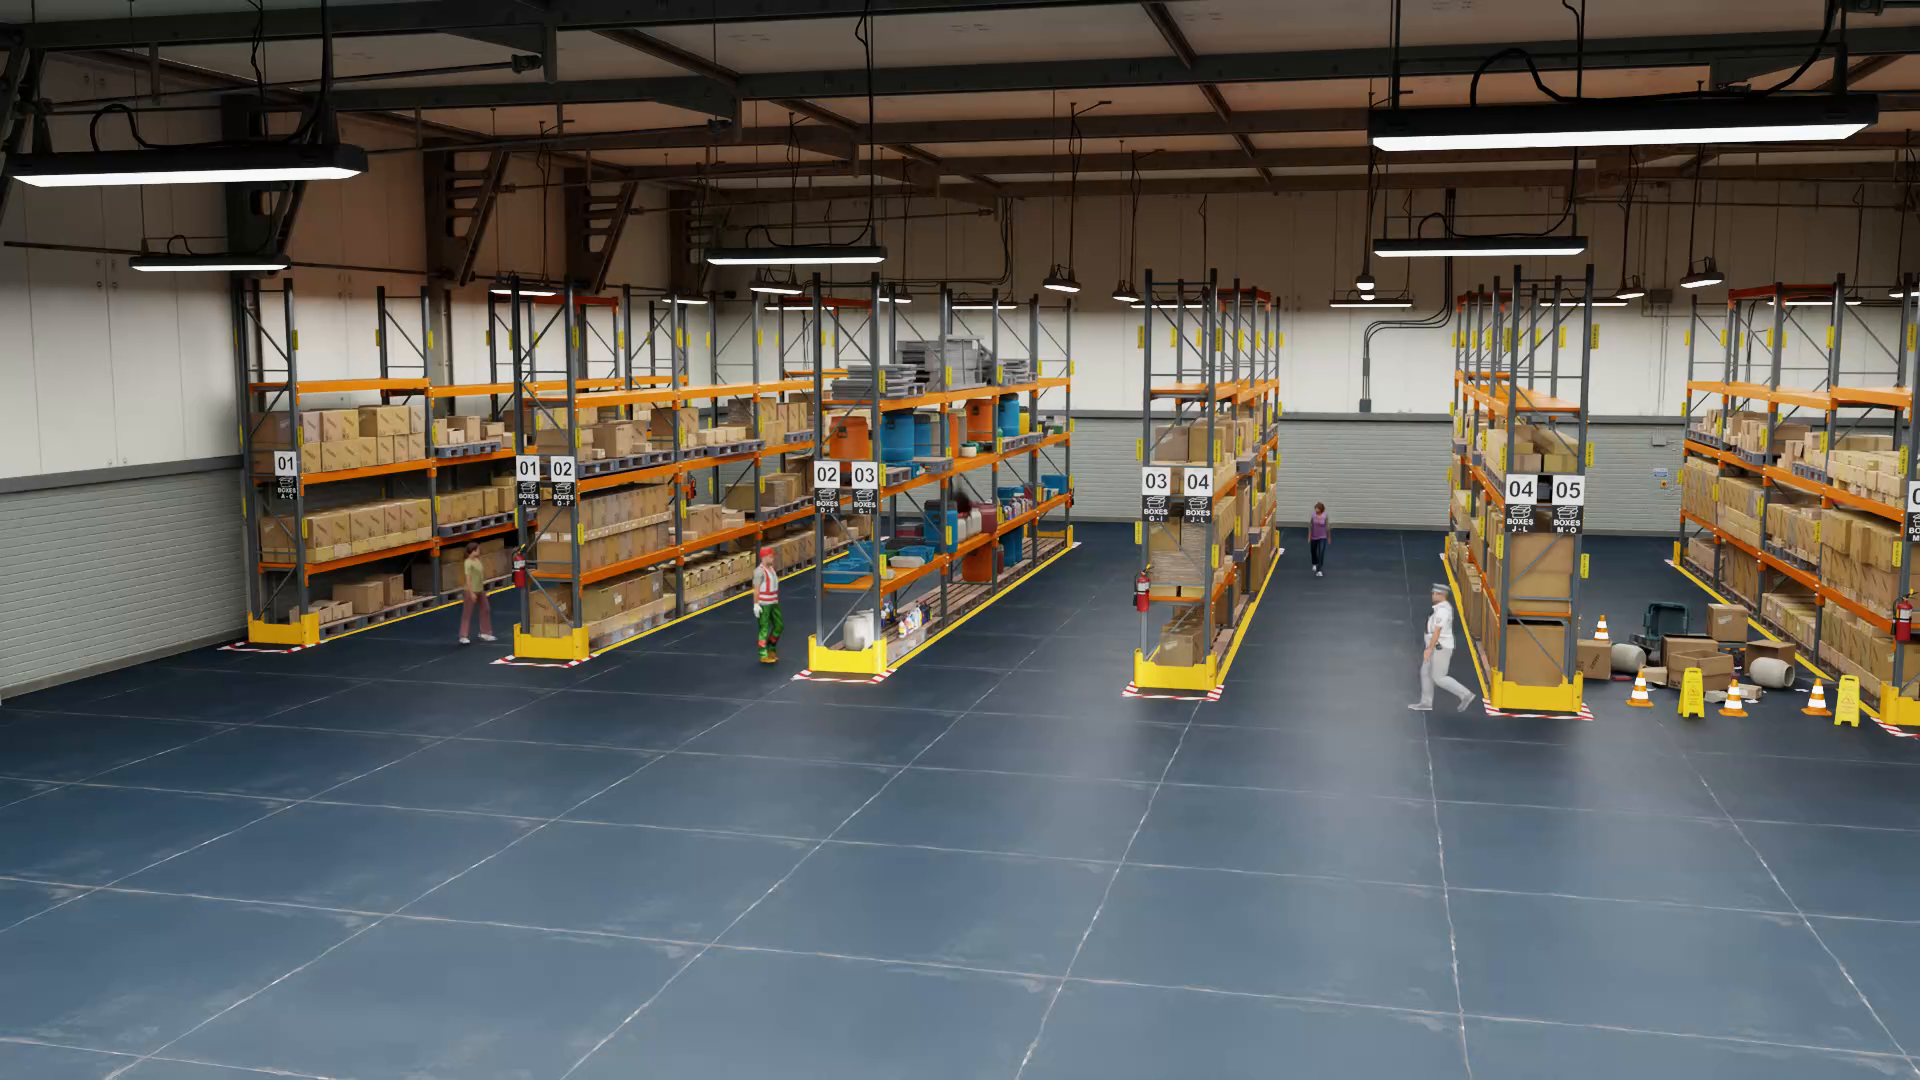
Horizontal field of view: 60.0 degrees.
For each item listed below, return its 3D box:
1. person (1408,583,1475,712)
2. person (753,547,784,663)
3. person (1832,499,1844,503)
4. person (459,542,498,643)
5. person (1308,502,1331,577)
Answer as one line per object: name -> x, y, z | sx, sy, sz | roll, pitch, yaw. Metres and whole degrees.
person -> 6.492, 1.459, 22.415 | 0.826, 1.730, 0.586 | 2, 7, 18
person -> -3.002, 1.015, 25.938 | 0.374, 1.804, 0.613 | 3, 8, 26
person -> 20.033, -0.417, 38.079 | 0.866, 1.680, 0.563 | 1, 7, 8
person -> -8.058, 0.881, 27.636 | 0.479, 1.715, 0.594 | 2, 7, 17
person -> 7.686, -0.035, 35.541 | 0.492, 1.557, 0.823 | 2, 7, 13
